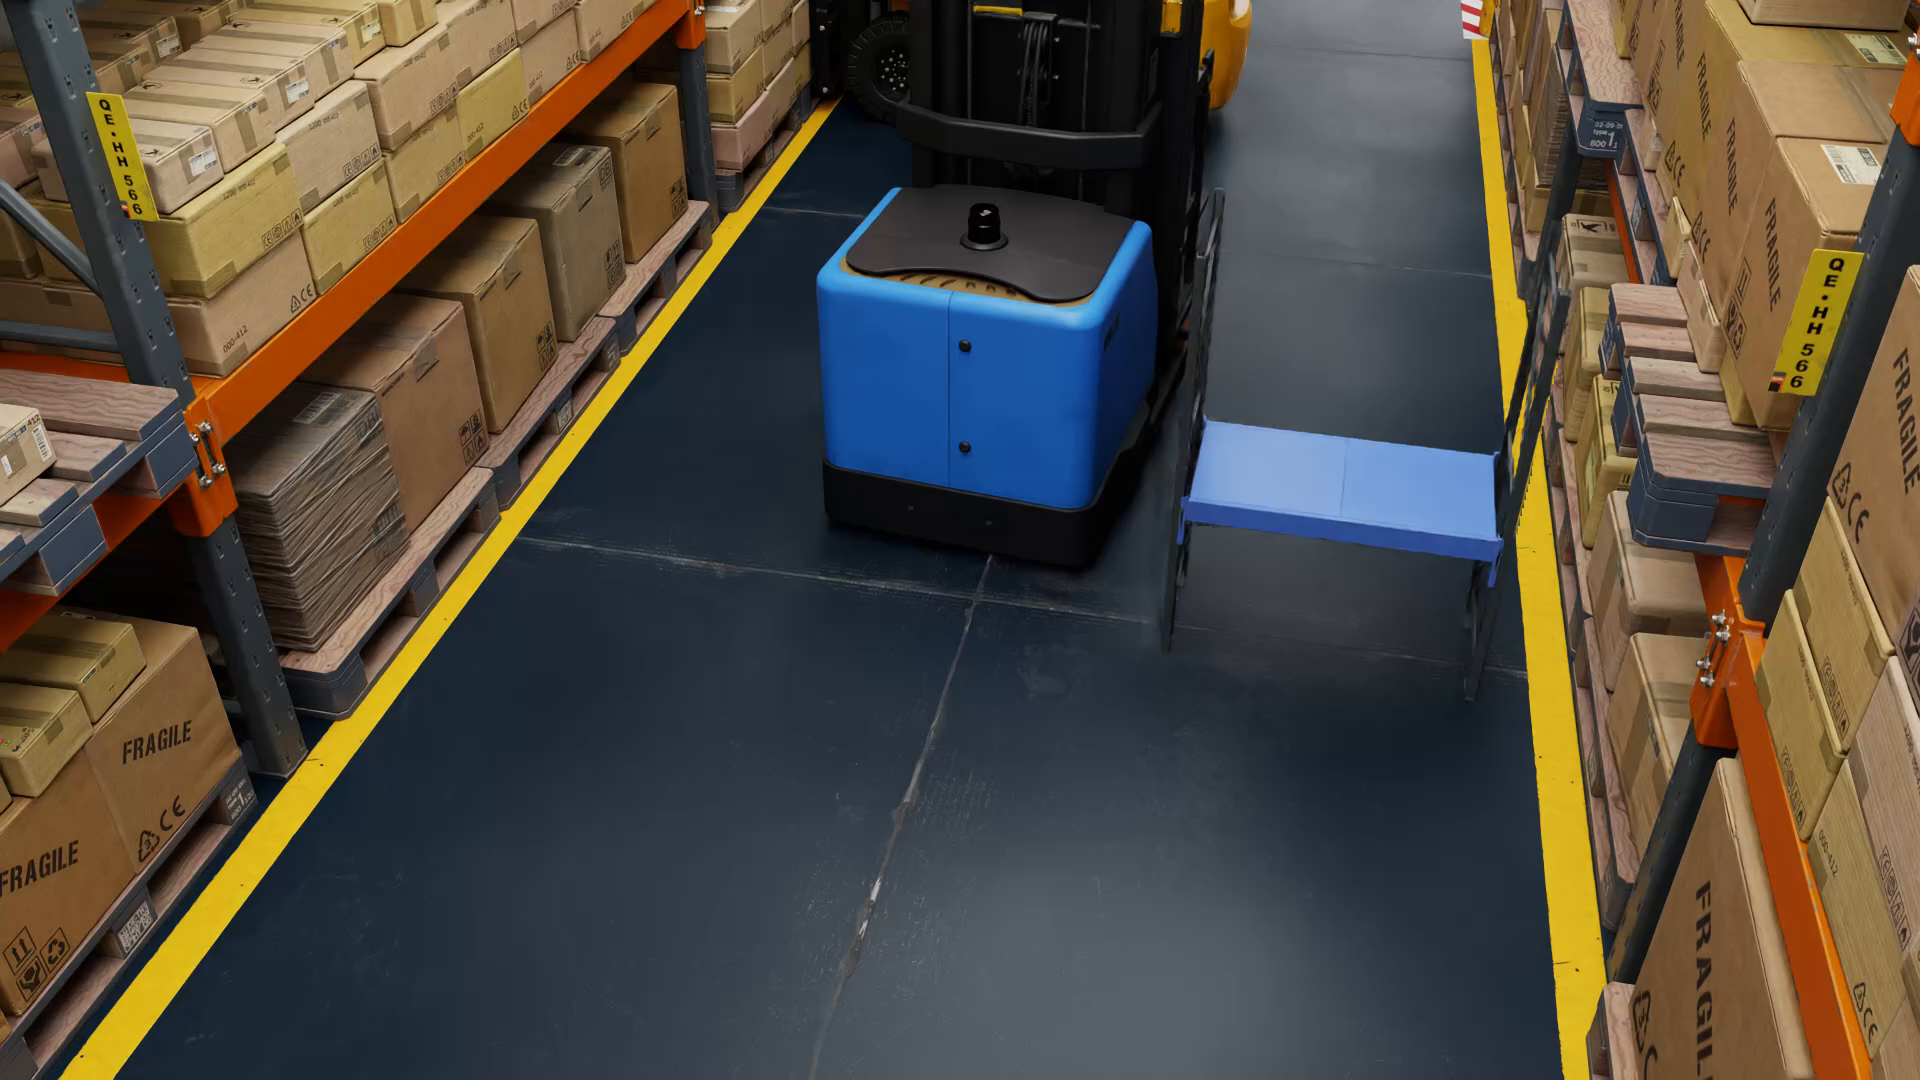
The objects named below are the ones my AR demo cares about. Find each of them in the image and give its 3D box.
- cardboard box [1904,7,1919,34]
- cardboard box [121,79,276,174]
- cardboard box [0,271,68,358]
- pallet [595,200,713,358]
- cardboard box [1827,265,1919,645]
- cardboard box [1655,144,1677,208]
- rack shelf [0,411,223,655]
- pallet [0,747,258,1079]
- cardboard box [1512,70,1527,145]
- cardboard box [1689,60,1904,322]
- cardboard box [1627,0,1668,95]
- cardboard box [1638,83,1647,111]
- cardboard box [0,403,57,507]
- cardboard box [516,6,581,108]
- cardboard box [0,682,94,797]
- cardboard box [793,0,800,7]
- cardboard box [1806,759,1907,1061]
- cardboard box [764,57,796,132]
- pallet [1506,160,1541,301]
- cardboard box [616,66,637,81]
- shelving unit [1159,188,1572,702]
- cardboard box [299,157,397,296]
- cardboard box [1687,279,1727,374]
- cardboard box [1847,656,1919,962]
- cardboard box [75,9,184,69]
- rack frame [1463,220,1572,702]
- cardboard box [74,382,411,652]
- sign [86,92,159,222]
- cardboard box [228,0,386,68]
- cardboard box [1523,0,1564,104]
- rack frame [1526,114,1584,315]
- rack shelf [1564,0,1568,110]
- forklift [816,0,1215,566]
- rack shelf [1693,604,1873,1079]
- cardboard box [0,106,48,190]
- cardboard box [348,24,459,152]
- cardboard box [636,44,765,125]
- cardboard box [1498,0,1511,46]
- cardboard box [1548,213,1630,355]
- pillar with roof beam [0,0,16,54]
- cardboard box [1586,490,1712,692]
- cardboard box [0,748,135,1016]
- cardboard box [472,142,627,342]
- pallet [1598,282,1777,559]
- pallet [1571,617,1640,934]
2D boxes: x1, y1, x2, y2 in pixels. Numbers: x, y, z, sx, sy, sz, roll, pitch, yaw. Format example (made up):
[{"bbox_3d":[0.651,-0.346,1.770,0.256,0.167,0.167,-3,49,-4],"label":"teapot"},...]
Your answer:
[{"bbox_3d":[2.805,-1.103,4.520,0.500,0.500,0.500,8,37,11],"label":"cardboard box"},{"bbox_3d":[-2.167,-1.161,4.657,0.380,0.149,0.250,8,37,11],"label":"cardboard box"},{"bbox_3d":[-2.732,-0.787,4.908,0.500,0.250,0.500,7,36,9],"label":"cardboard box"},{"bbox_3d":[-1.843,-1.295,7.857,1.003,0.211,1.213,7,37,10],"label":"pallet"},{"bbox_3d":[1.927,-0.132,2.938,0.500,0.500,0.500,6,36,8],"label":"cardboard box"},{"bbox_3d":[2.365,-1.122,5.099,0.380,0.149,0.250,6,36,8],"label":"cardboard box"},{"bbox_3d":[-3.006,0.880,3.093,1.077,0.370,4.000,7,37,10],"label":"rack shelf"},{"bbox_3d":[-2.775,0.994,4.699,1.003,0.211,1.213,7,37,10],"label":"pallet"},{"bbox_3d":[3.207,-2.258,8.795,0.500,0.250,0.500,8,37,11],"label":"cardboard box"},{"bbox_3d":[2.197,-0.863,4.188,0.500,0.500,0.500,7,36,9],"label":"cardboard box"},{"bbox_3d":[2.520,-1.761,5.427,0.500,0.500,0.500,7,37,10],"label":"cardboard box"},{"bbox_3d":[2.556,-1.566,5.711,0.380,0.149,0.250,8,37,11],"label":"cardboard box"},{"bbox_3d":[-2.344,-0.202,3.829,0.380,0.149,0.250,8,37,11],"label":"cardboard box"},{"bbox_3d":[-1.814,-1.899,6.442,0.500,0.250,0.500,8,37,10],"label":"cardboard box"},{"bbox_3d":[-2.464,0.496,4.229,0.380,0.149,0.250,6,36,8],"label":"cardboard box"},{"bbox_3d":[-1.100,-3.130,9.145,0.500,0.250,0.500,9,37,12],"label":"cardboard box"},{"bbox_3d":[1.829,0.668,2.900,0.500,0.250,0.500,6,36,9],"label":"cardboard box"},{"bbox_3d":[-1.204,-2.437,9.042,0.500,0.250,0.500,7,36,9],"label":"cardboard box"},{"bbox_3d":[3.235,-1.492,8.129,1.003,0.211,1.213,7,37,10],"label":"pallet"},{"bbox_3d":[-1.820,-2.416,8.586,0.500,0.250,0.500,7,36,9],"label":"cardboard box"},{"bbox_3d":[1.252,-0.284,5.364,1.048,1.500,0.538,8,37,11],"label":"shelving unit"},{"bbox_3d":[-2.133,-1.009,5.214,0.500,0.250,0.500,7,36,9],"label":"cardboard box"},{"bbox_3d":[2.108,-0.537,4.291,0.380,0.149,0.250,7,37,10],"label":"cardboard box"},{"bbox_3d":[1.811,0.476,2.739,0.500,0.250,0.500,8,37,11],"label":"cardboard box"},{"bbox_3d":[-2.661,-1.528,5.164,0.380,0.149,0.250,7,36,9],"label":"cardboard box"},{"bbox_3d":[1.746,-0.215,5.269,0.032,1.500,0.500,8,37,11],"label":"rack frame"},{"bbox_3d":[-2.432,-0.123,5.529,0.875,0.625,0.625,8,37,11],"label":"cardboard box"},{"bbox_3d":[-2.046,-0.933,4.061,0.100,0.325,0.005,7,37,10],"label":"sign"},{"bbox_3d":[-2.069,-1.610,5.278,0.380,0.149,0.250,8,37,10],"label":"cardboard box"},{"bbox_3d":[3.205,-2.549,8.557,0.500,0.500,0.500,9,37,12],"label":"cardboard box"},{"bbox_3d":[3.126,-2.232,6.773,1.000,3.000,0.127,7,37,10],"label":"rack frame"},{"bbox_3d":[3.553,-3.087,8.566,1.077,0.370,4.000,7,37,10],"label":"rack shelf"},{"bbox_3d":[0.434,-1.958,6.454,1.130,2.935,3.031,11,37,15],"label":"forklift"},{"bbox_3d":[1.844,1.500,2.238,1.077,0.370,4.000,7,37,10],"label":"rack shelf"},{"bbox_3d":[-2.707,-1.073,4.537,0.380,0.149,0.250,8,37,11],"label":"cardboard box"},{"bbox_3d":[-2.007,-1.509,5.477,0.500,0.250,0.500,6,36,9],"label":"cardboard box"},{"bbox_3d":[-1.319,-2.349,8.495,0.500,0.250,0.500,7,37,10],"label":"cardboard box"},{"bbox_3d":[3.538,-3.154,10.030,0.500,0.250,0.500,7,37,10],"label":"cardboard box"},{"bbox_3d":[3.016,-1.037,7.006,0.950,0.372,0.625,8,37,11],"label":"cardboard box"},{"bbox_3d":[1.025,-3.308,3.146,9.100,9.000,0.400,7,37,10],"label":"pillar with roof beam"},{"bbox_3d":[2.552,0.209,5.287,0.950,0.372,0.625,7,36,9],"label":"cardboard box"},{"bbox_3d":[-2.576,0.839,4.309,0.500,0.500,0.500,7,36,9],"label":"cardboard box"},{"bbox_3d":[-1.998,-1.316,7.175,0.875,0.625,0.625,7,37,9],"label":"cardboard box"},{"bbox_3d":[2.320,-0.283,4.247,1.213,0.211,1.003,7,37,10],"label":"pallet"},{"bbox_3d":[2.440,0.743,5.045,1.003,0.211,1.213,7,37,10],"label":"pallet"}]
